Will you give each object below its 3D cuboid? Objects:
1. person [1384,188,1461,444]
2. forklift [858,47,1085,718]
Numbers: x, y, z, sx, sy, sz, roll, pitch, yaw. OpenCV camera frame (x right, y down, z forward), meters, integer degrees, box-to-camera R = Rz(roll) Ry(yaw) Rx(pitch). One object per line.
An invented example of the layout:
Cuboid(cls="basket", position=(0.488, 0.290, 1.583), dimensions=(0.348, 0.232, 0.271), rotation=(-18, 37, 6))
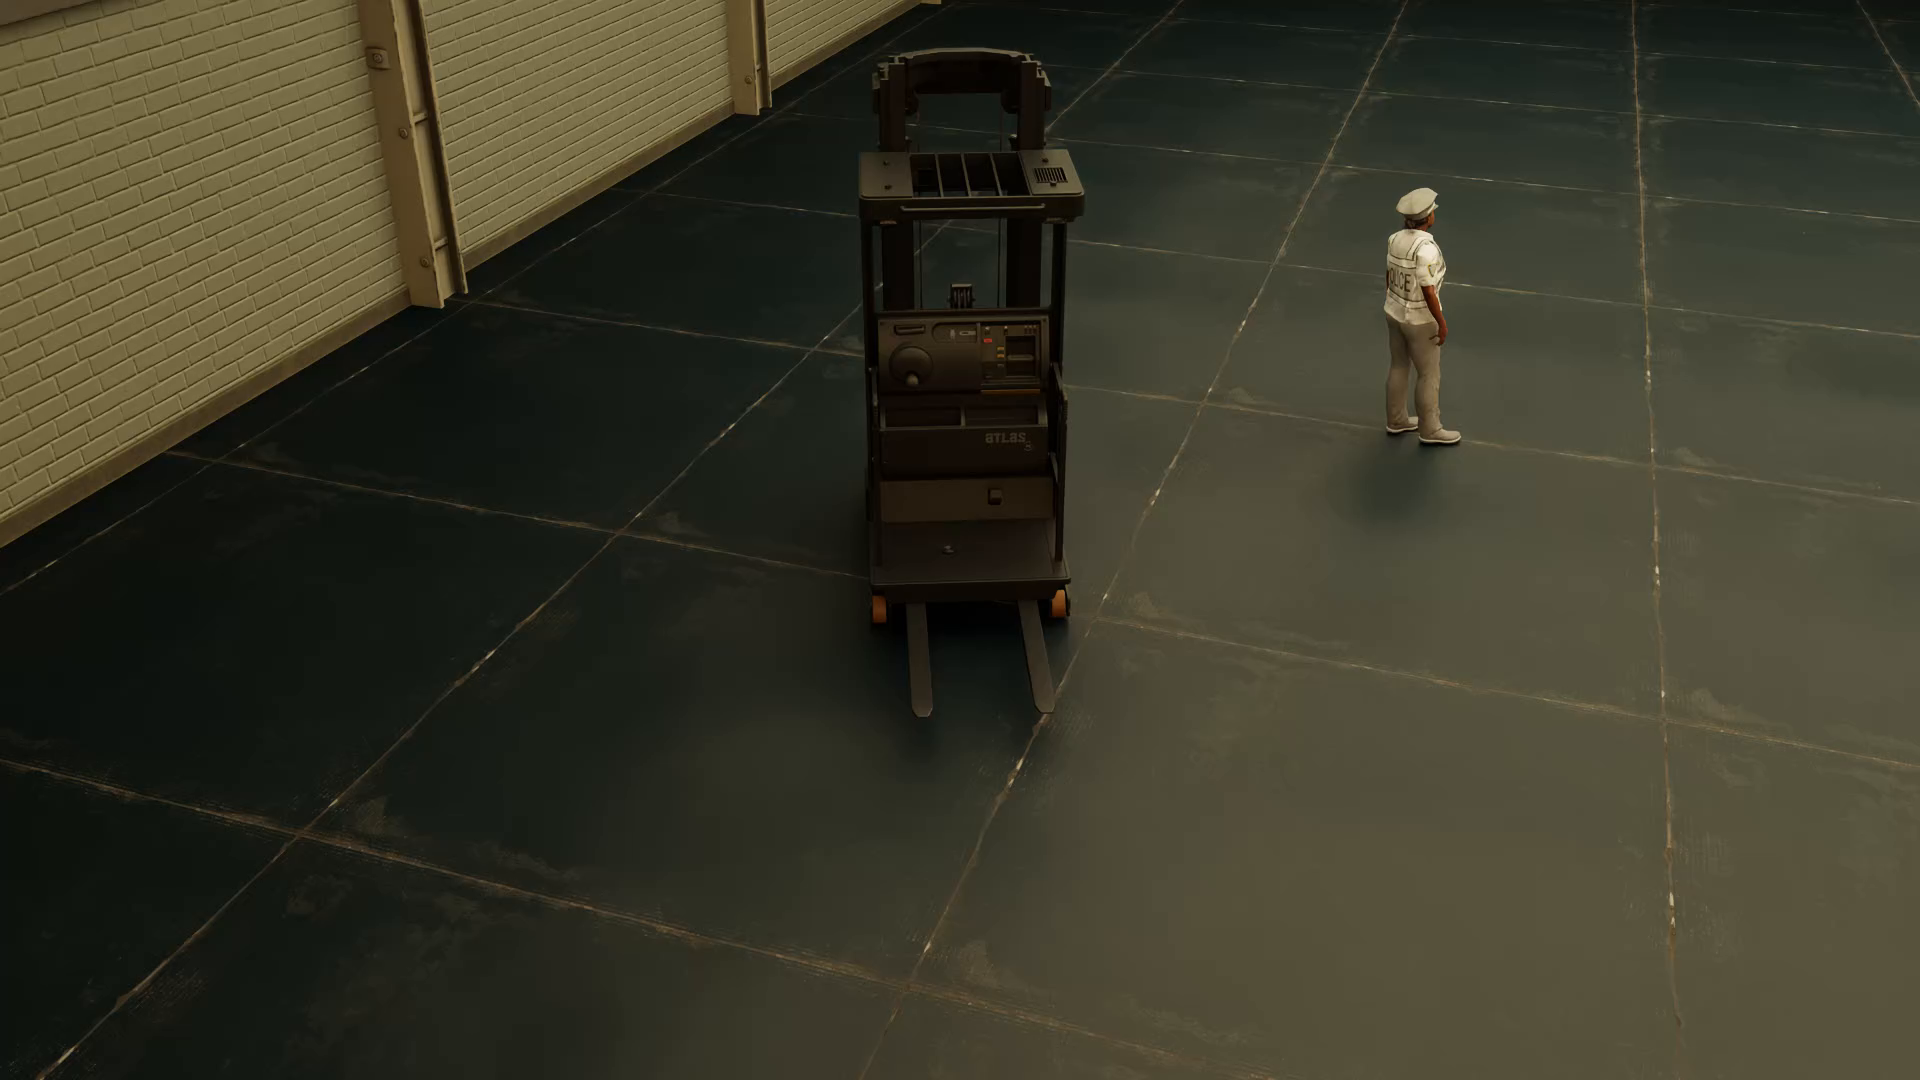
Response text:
Cuboid(cls="person", position=(3.058, -1.480, 10.966), dimensions=(0.528, 1.696, 0.569), rotation=(-11, 32, -19))
Cuboid(cls="forklift", position=(0.035, -0.972, 8.842), dimensions=(1.130, 2.935, 3.031), rotation=(-2, 30, -3))
